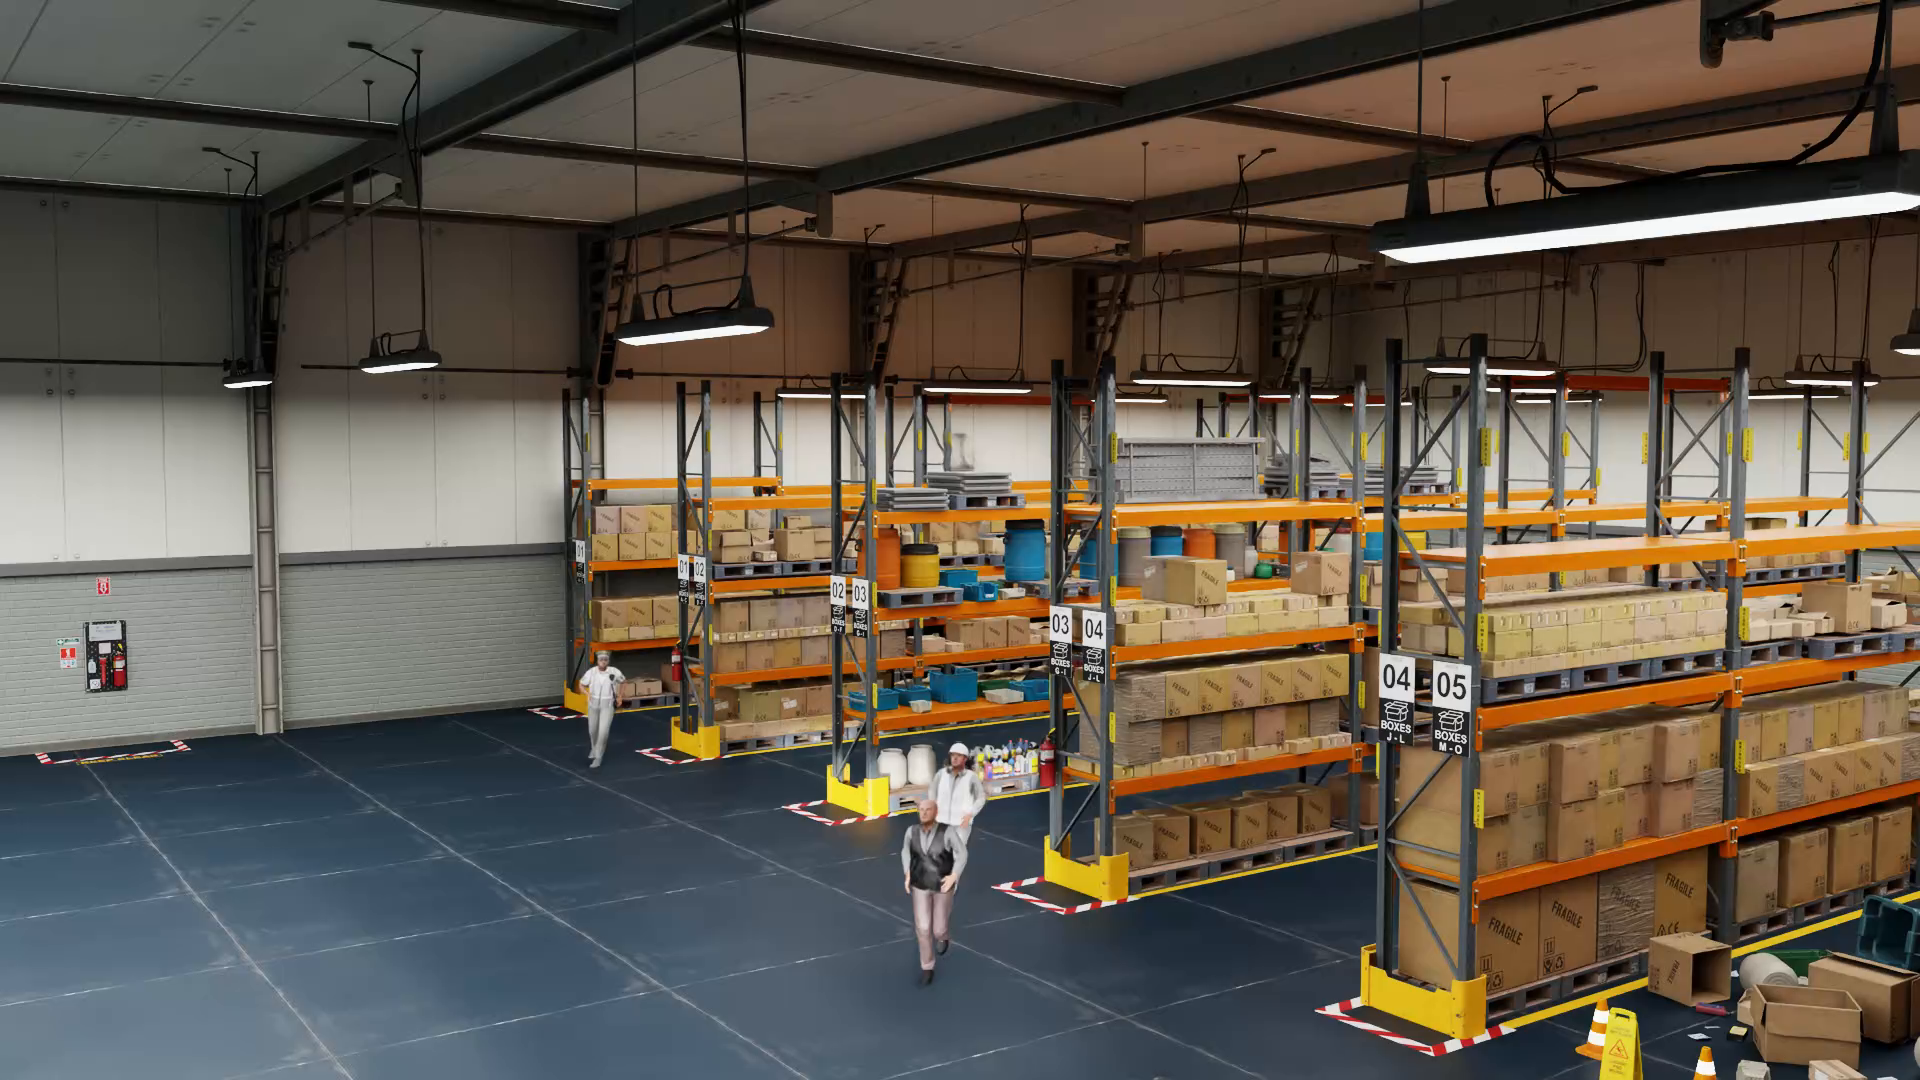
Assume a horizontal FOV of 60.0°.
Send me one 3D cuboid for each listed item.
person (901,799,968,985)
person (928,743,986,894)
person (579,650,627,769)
[{"bbox_3d":[-0.241,3.305,15.865,0.667,1.725,0.711,1,4,13],"label":"person"},{"bbox_3d":[-0.045,3.128,18.506,0.671,1.759,0.584,1,4,16],"label":"person"},{"bbox_3d":[-5.604,2.623,26.005,0.703,1.804,0.882,0,4,0],"label":"person"}]
